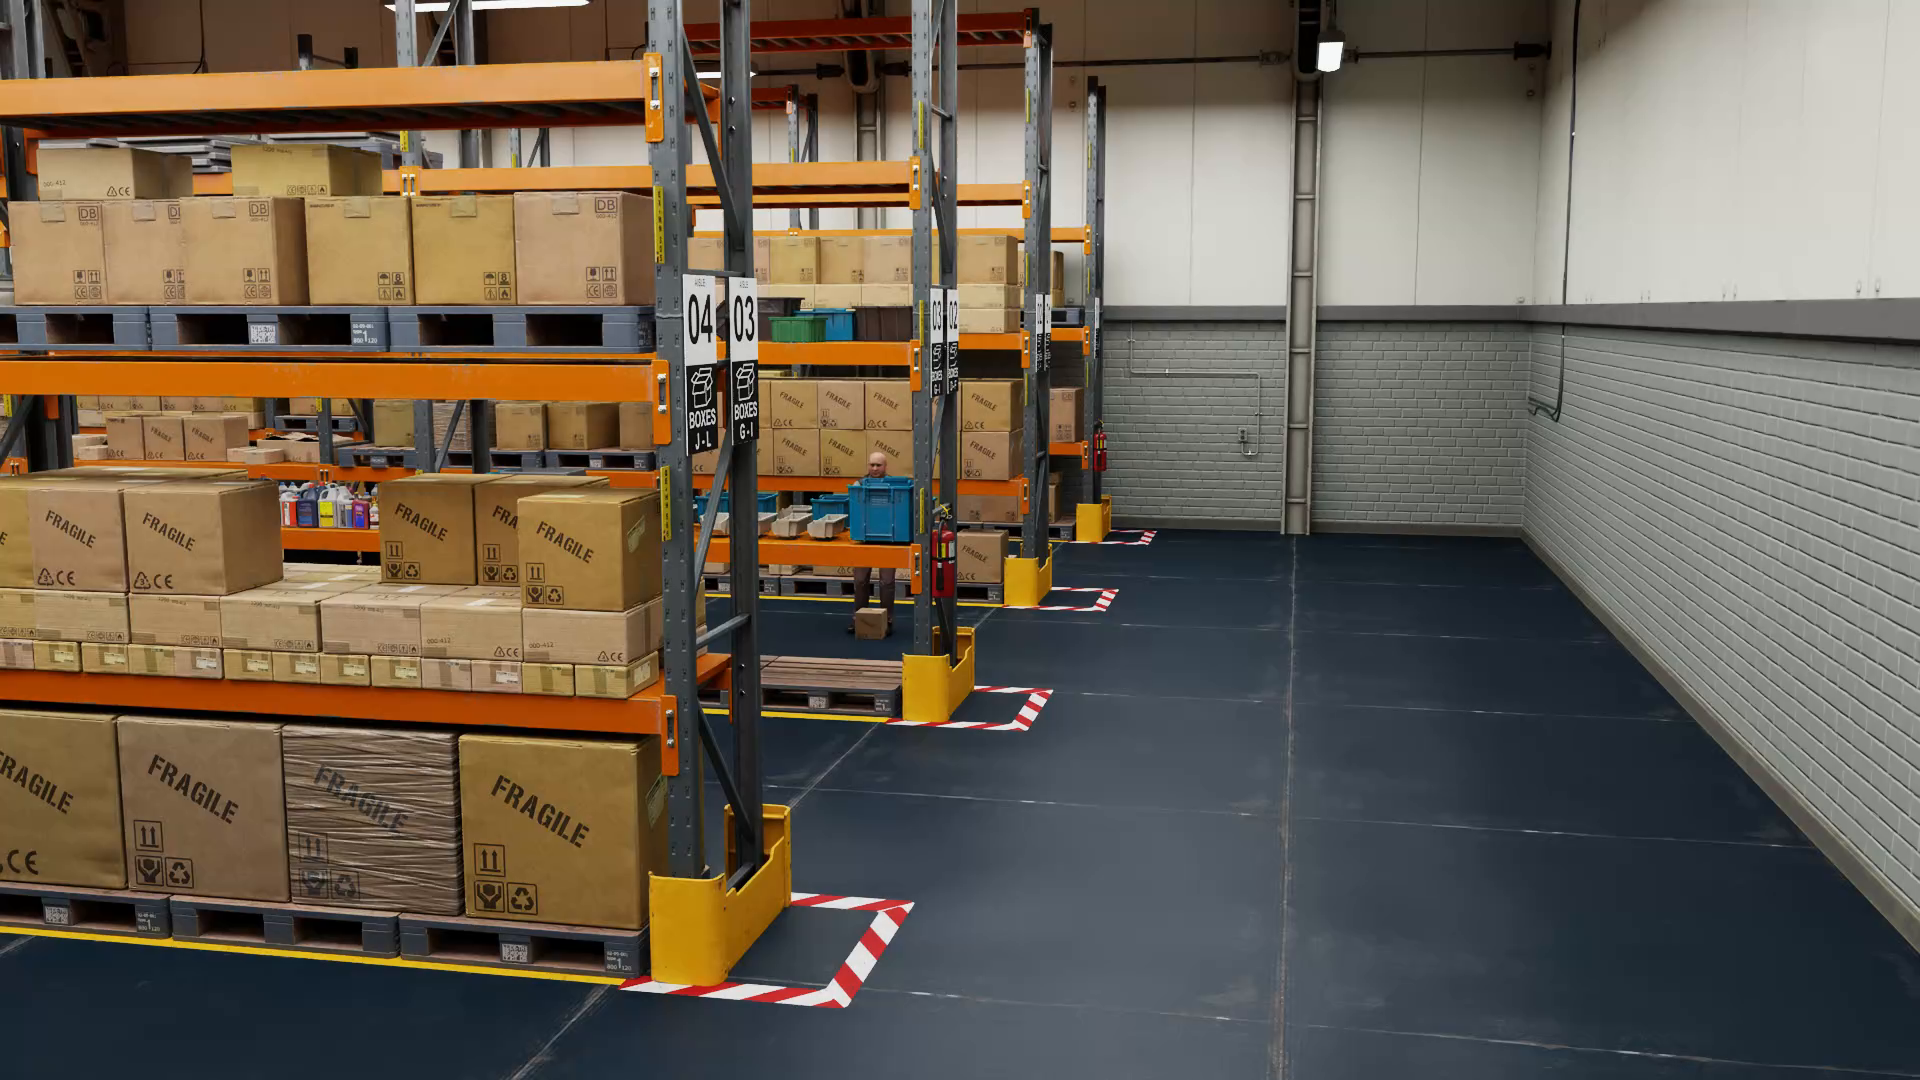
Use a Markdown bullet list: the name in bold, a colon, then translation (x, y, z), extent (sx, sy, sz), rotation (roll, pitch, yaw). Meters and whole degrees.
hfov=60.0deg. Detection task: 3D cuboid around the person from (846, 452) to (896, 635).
- **person**: translation (-0.782, 0.021, 15.742), extent (0.589, 1.721, 0.463), rotation (1, 8, 9)
